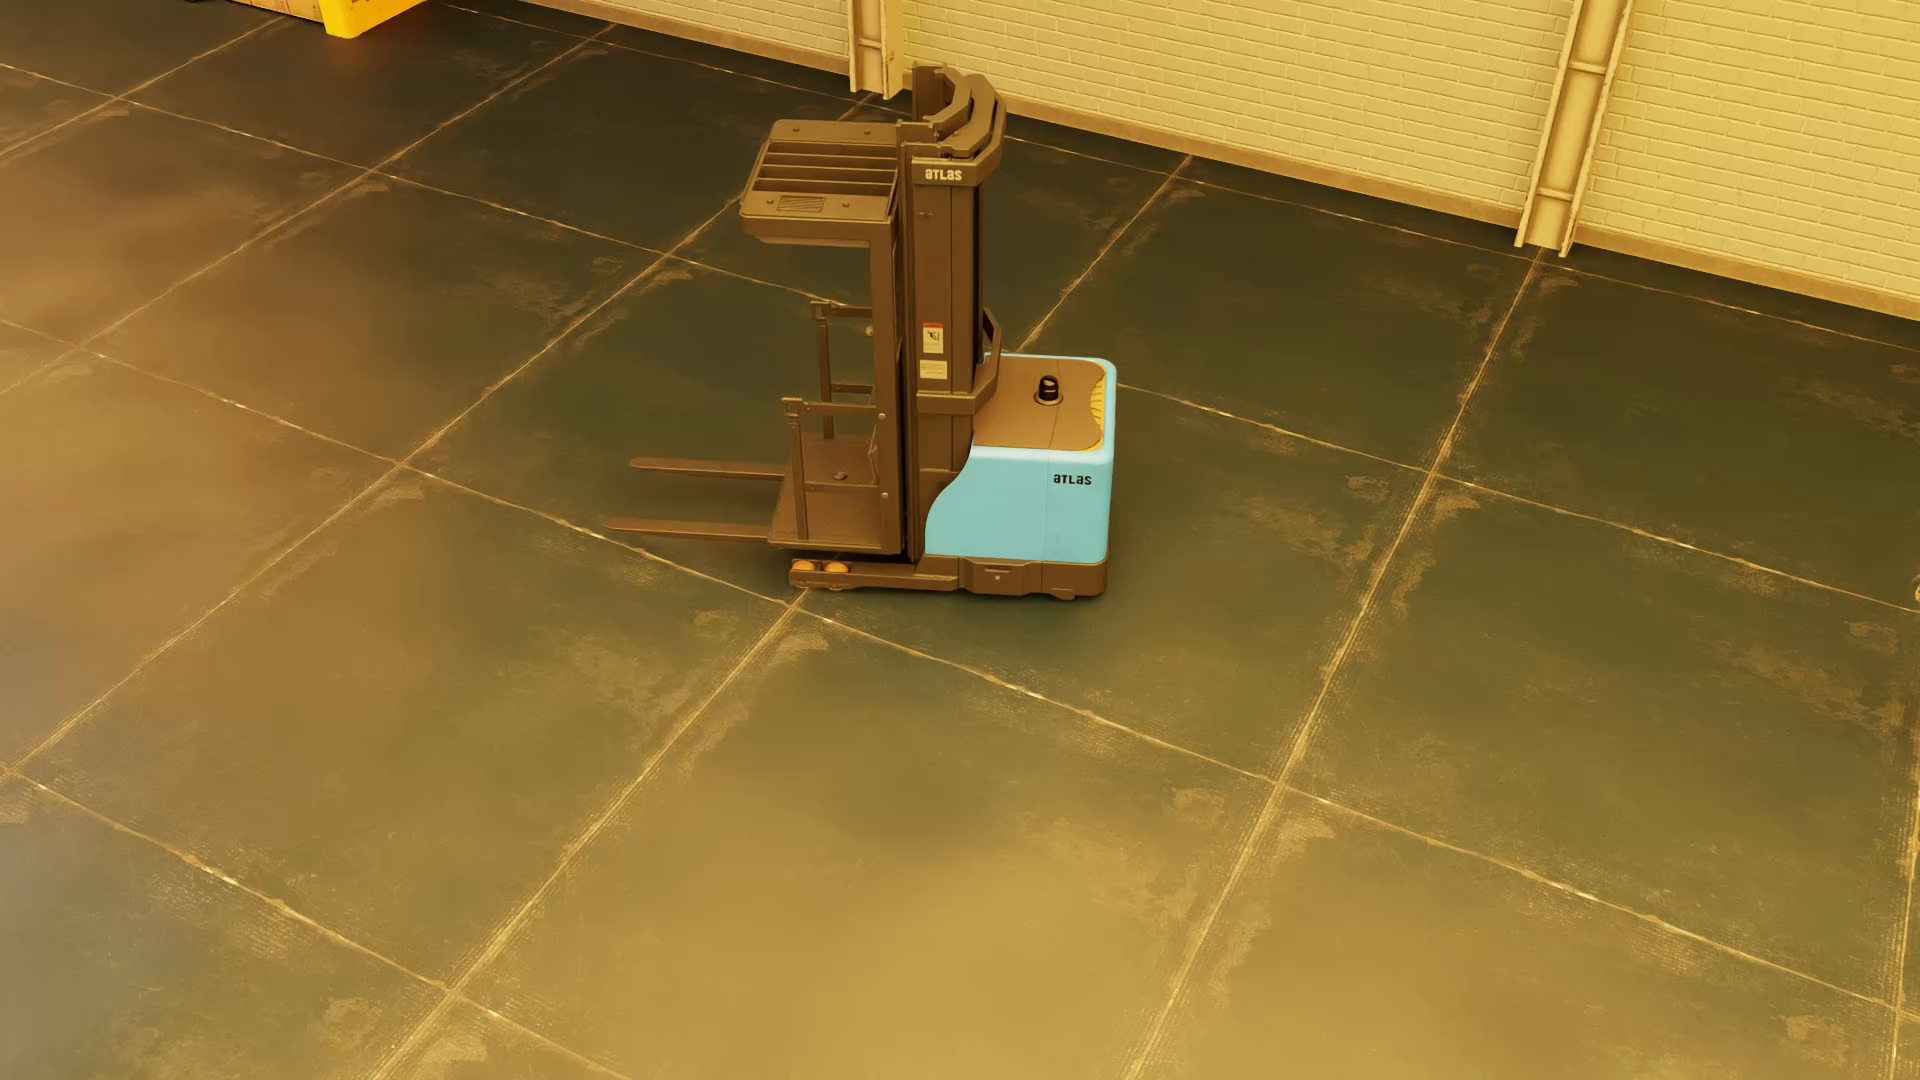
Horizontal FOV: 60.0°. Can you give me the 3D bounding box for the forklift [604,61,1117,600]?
[{"bbox_3d":[-0.606,-1.157,9.360,3.031,2.935,1.130,3,40,4],"label":"forklift"}]
